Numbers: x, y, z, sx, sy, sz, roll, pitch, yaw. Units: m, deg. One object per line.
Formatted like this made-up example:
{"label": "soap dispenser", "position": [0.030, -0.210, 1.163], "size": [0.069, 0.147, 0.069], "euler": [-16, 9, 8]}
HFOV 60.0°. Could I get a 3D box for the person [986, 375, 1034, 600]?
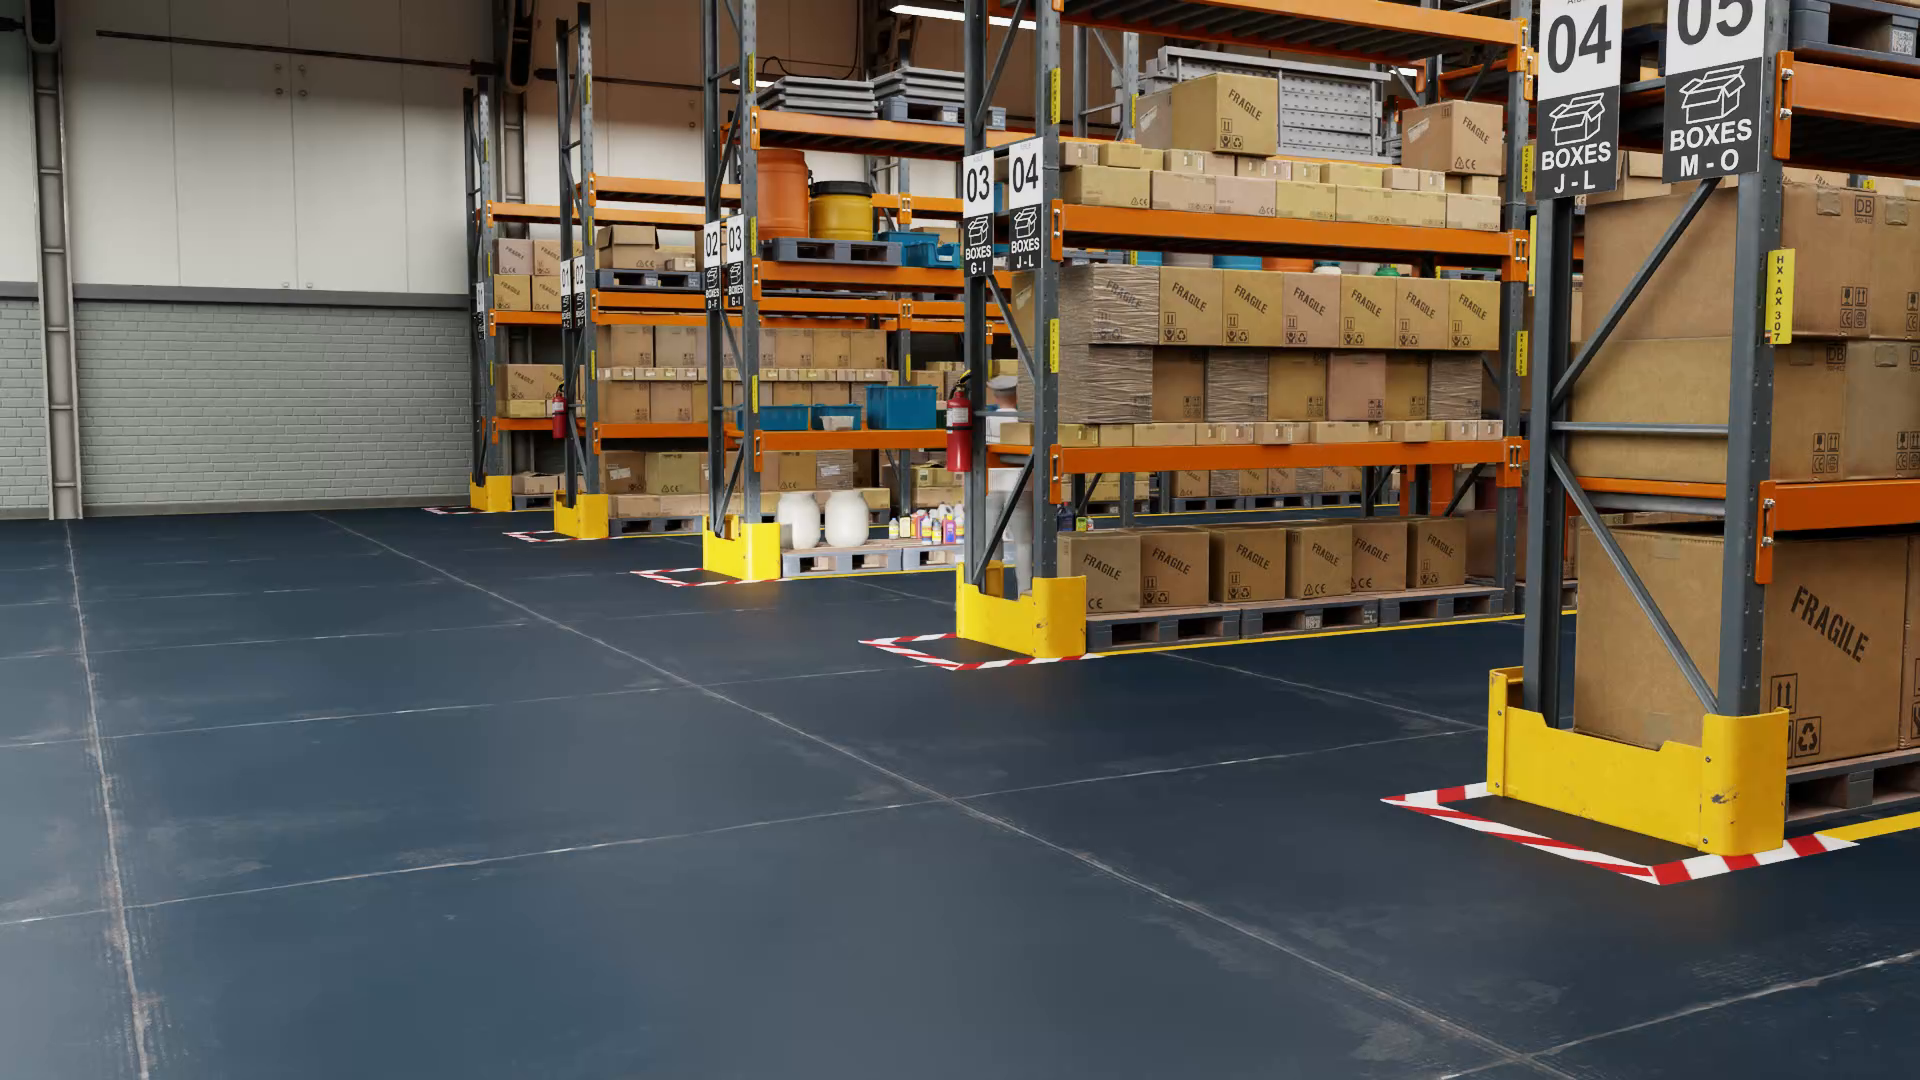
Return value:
{"label": "person", "position": [0.371, -0.344, 12.433], "size": [0.603, 1.771, 0.396], "euler": [0, 5, 0]}
